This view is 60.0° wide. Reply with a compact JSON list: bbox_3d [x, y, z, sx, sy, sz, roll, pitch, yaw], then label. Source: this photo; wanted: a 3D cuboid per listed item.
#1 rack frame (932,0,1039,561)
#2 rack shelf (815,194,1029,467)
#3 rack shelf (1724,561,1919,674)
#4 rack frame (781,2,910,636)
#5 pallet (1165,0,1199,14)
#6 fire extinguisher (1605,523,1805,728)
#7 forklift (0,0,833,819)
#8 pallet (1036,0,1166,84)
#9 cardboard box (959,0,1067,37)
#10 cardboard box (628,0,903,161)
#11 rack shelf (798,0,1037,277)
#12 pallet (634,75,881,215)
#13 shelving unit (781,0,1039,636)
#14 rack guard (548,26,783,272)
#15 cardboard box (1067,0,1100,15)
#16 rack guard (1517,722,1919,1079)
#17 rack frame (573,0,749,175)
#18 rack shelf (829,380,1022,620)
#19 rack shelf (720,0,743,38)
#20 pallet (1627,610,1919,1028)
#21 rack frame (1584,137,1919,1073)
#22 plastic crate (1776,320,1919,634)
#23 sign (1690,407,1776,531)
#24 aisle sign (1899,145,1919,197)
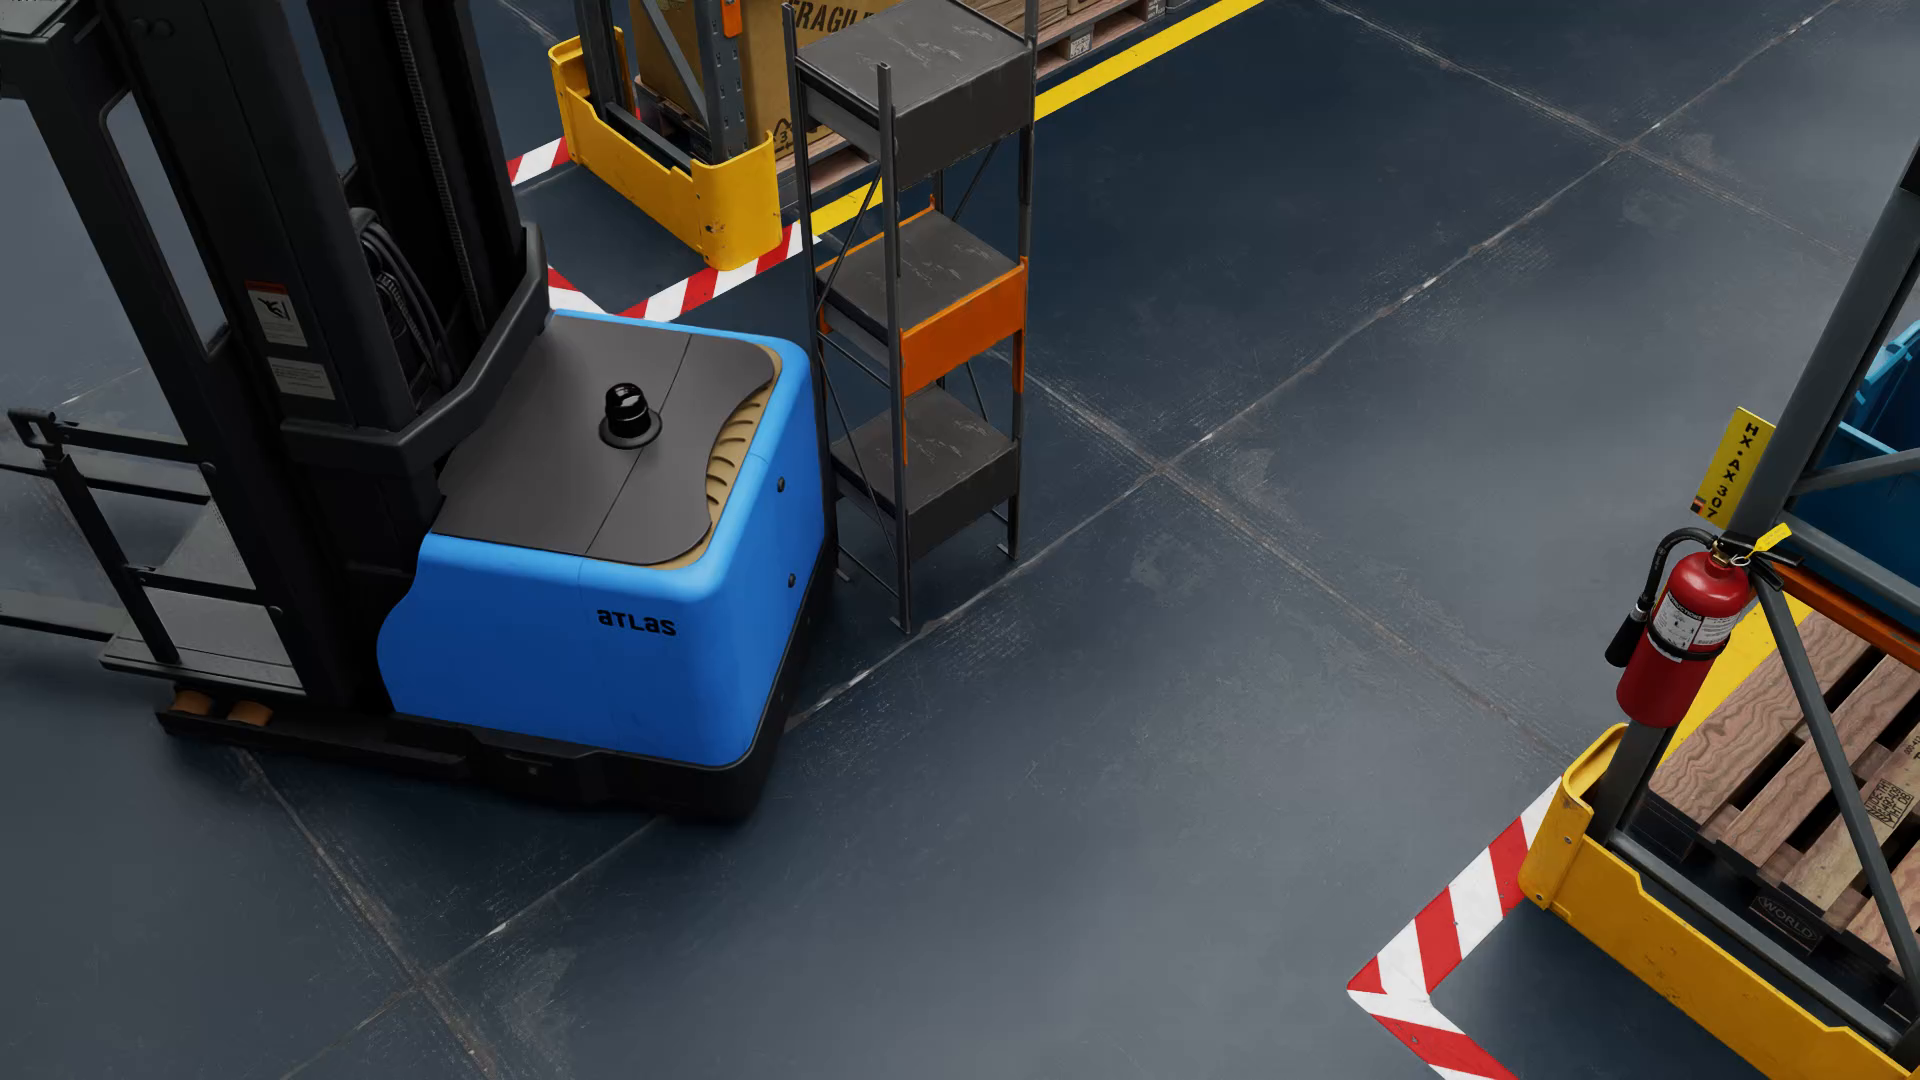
[{"bbox_3d":[0.058,-0.751,5.014,0.015,2.100,0.400,-34,56,-27],"label":"rack frame"},{"bbox_3d":[-0.122,-0.621,4.913,0.480,0.518,0.431,-34,56,-27],"label":"rack shelf"},{"bbox_3d":[3.602,-0.554,4.709,4.000,0.370,1.077,-34,56,-27],"label":"rack shelf"},{"bbox_3d":[-0.303,-0.510,4.791,0.015,2.100,0.400,-34,56,-27],"label":"rack frame"},{"bbox_3d":[1.134,-3.201,8.560,1.213,0.211,1.003,-34,56,-27],"label":"pallet"},{"bbox_3d":[1.705,0.171,3.857,0.183,0.674,0.296,-34,56,-27],"label":"fire extinguisher"},{"bbox_3d":[-1.991,-0.714,4.415,3.031,2.935,1.130,9,48,8],"label":"forklift"},{"bbox_3d":[0.231,-2.595,8.000,1.213,0.211,1.003,-34,56,-27],"label":"pallet"},{"bbox_3d":[-0.117,-2.734,7.392,0.875,0.875,0.875,-34,56,-27],"label":"cardboard box"},{"bbox_3d":[-0.790,-2.284,6.976,0.875,0.875,0.875,-34,56,-27],"label":"cardboard box"},{"bbox_3d":[-0.122,-1.096,4.398,0.480,0.518,0.431,-34,56,-27],"label":"rack shelf"},{"bbox_3d":[-0.671,-1.994,7.447,1.213,0.211,1.003,-34,56,-27],"label":"pallet"},{"bbox_3d":[-0.122,-0.630,4.903,0.503,2.100,0.431,-34,56,-27],"label":"shelving unit"},{"bbox_3d":[-1.228,-1.643,6.925,0.348,0.500,1.175,-34,56,-27],"label":"rack guard"},{"bbox_3d":[0.541,-3.174,7.798,0.875,0.875,0.875,-34,56,-27],"label":"cardboard box"},{"bbox_3d":[2.113,1.058,4.434,0.348,0.500,1.175,-34,56,-27],"label":"rack guard"},{"bbox_3d":[-1.210,-2.502,6.018,0.127,3.000,1.000,-34,56,-27],"label":"rack frame"},{"bbox_3d":[-0.122,-0.146,5.427,0.480,0.518,0.431,-34,56,-27],"label":"rack shelf"},{"bbox_3d":[0.270,-3.247,7.195,4.000,0.370,1.077,-34,56,-27],"label":"rack shelf"},{"bbox_3d":[2.758,0.750,4.914,1.213,0.211,1.003,-34,56,-27],"label":"pallet"},{"bbox_3d":[2.122,0.191,3.533,0.127,3.000,1.000,-34,56,-27],"label":"rack frame"},{"bbox_3d":[2.244,-0.108,3.744,0.499,0.435,0.616,-34,56,-27],"label":"plastic crate"},{"bbox_3d":[1.740,-0.155,3.741,0.005,0.325,0.100,-34,56,-27],"label":"sign"},{"bbox_3d":[1.872,-0.814,2.691,0.004,0.787,0.394,-34,56,-27],"label":"aisle sign"}]
